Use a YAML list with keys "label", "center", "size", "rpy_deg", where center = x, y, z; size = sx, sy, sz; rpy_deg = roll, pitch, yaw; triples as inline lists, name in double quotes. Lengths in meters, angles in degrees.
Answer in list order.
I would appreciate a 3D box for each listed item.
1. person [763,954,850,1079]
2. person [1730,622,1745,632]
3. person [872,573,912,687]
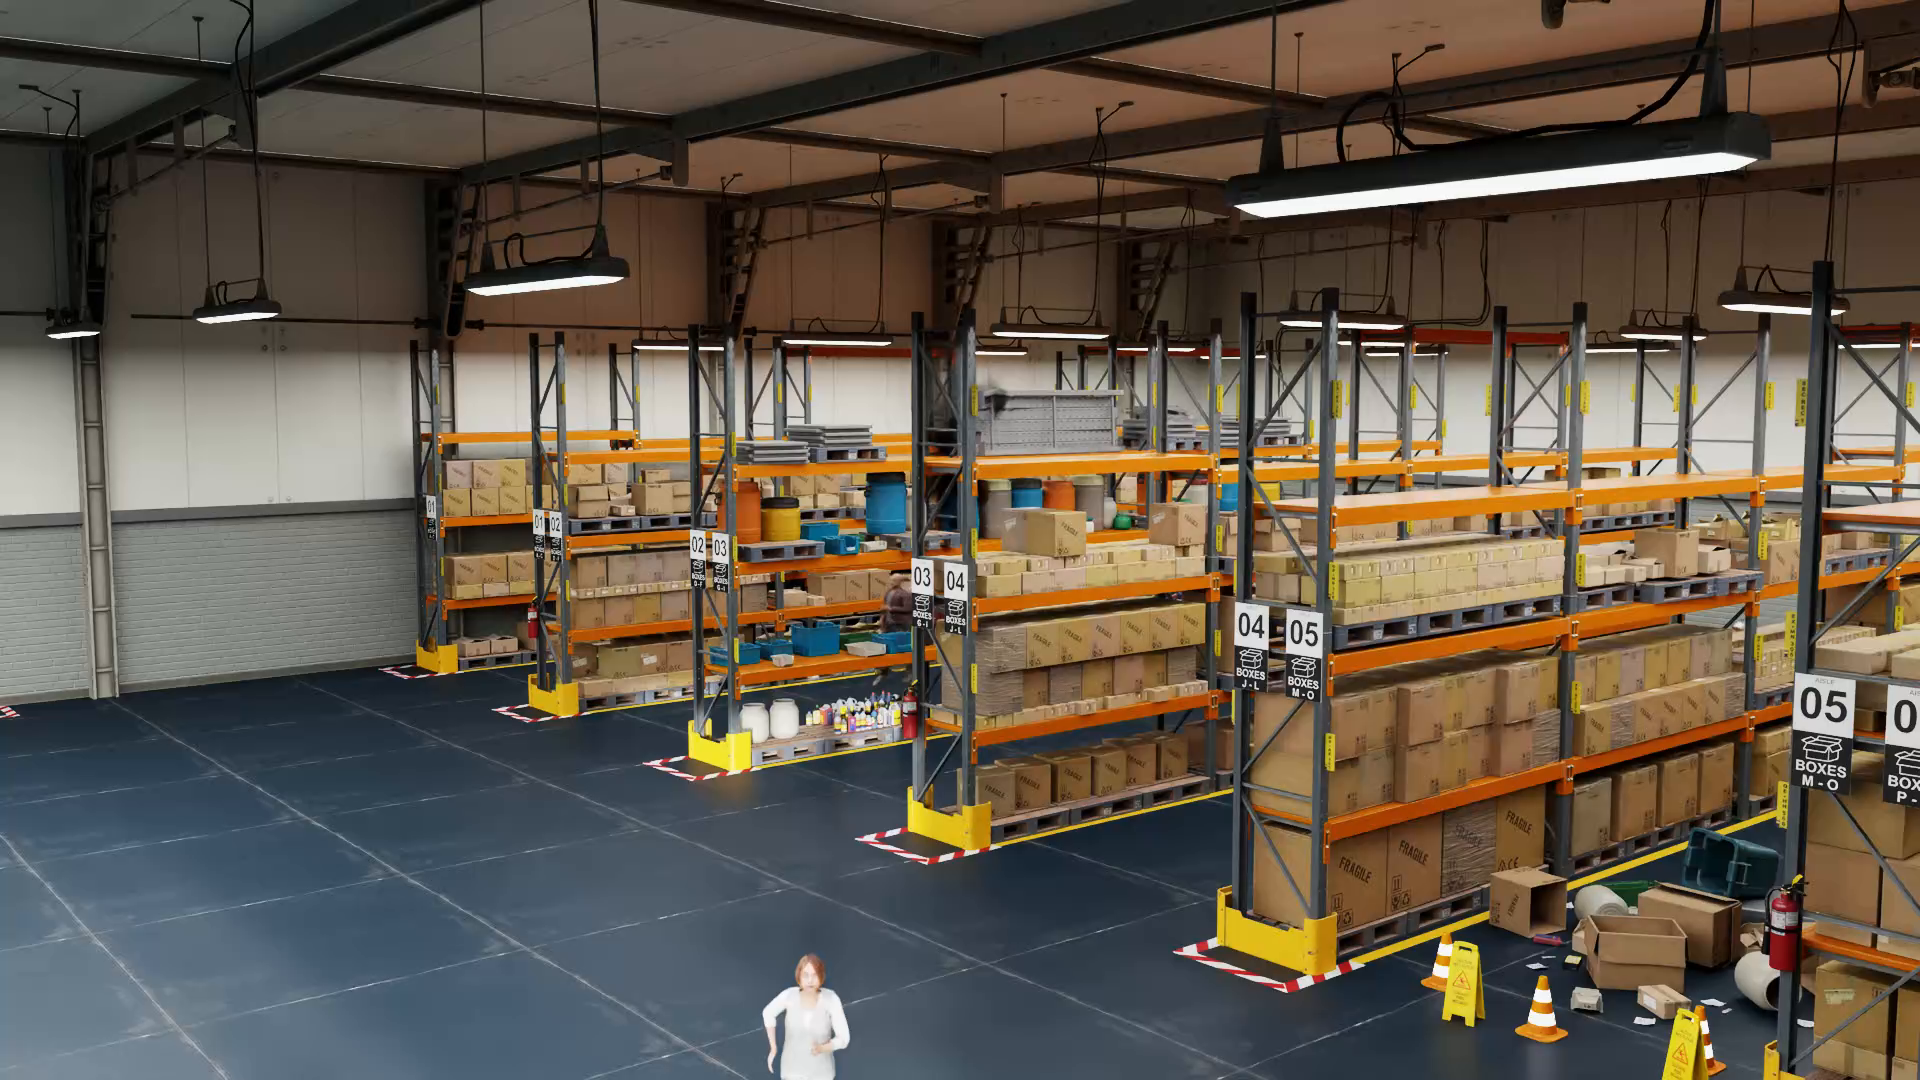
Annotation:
- label: "person"
  center: [-0.958, 3.400, 10.455]
  size: [0.519, 1.637, 0.668]
  rpy_deg: [-1, 5, -11]
- label: "person"
  center: [11.281, 2.062, 24.148]
  size: [0.519, 1.742, 0.669]
  rpy_deg: [-4, 6, -35]
- label: "person"
  center: [-1.063, 1.449, 27.162]
  size: [0.687, 1.820, 0.925]
  rpy_deg: [4, 7, 38]
